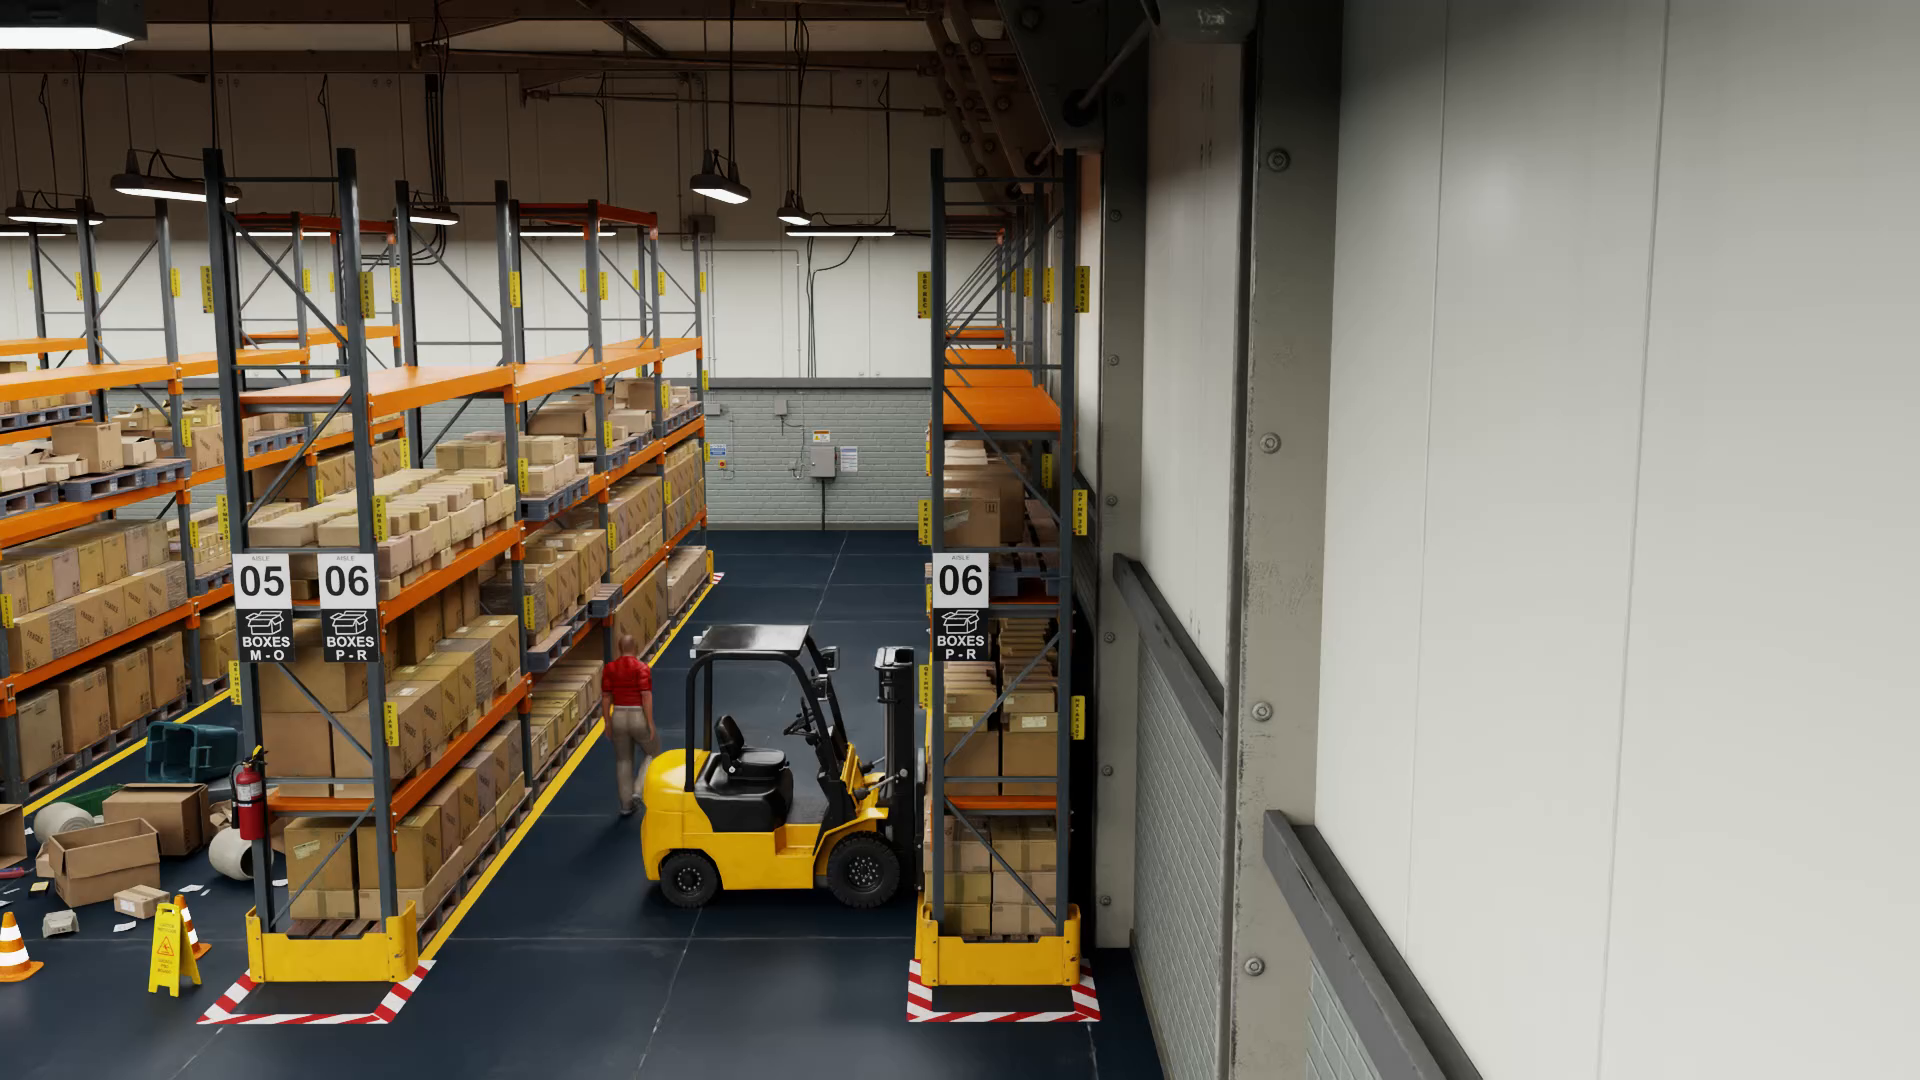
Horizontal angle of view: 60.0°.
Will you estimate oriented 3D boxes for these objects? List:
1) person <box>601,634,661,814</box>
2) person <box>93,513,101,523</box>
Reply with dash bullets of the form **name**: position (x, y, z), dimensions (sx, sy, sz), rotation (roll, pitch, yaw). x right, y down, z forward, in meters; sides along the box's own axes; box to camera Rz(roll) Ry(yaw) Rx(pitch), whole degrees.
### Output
- **person**: position (-3.169, 1.773, 15.984), dimensions (0.596, 1.715, 0.494), rotation (1, 9, 8)
- **person**: position (-12.899, 0.405, 24.872), dimensions (0.444, 1.597, 0.481), rotation (0, 9, 1)
